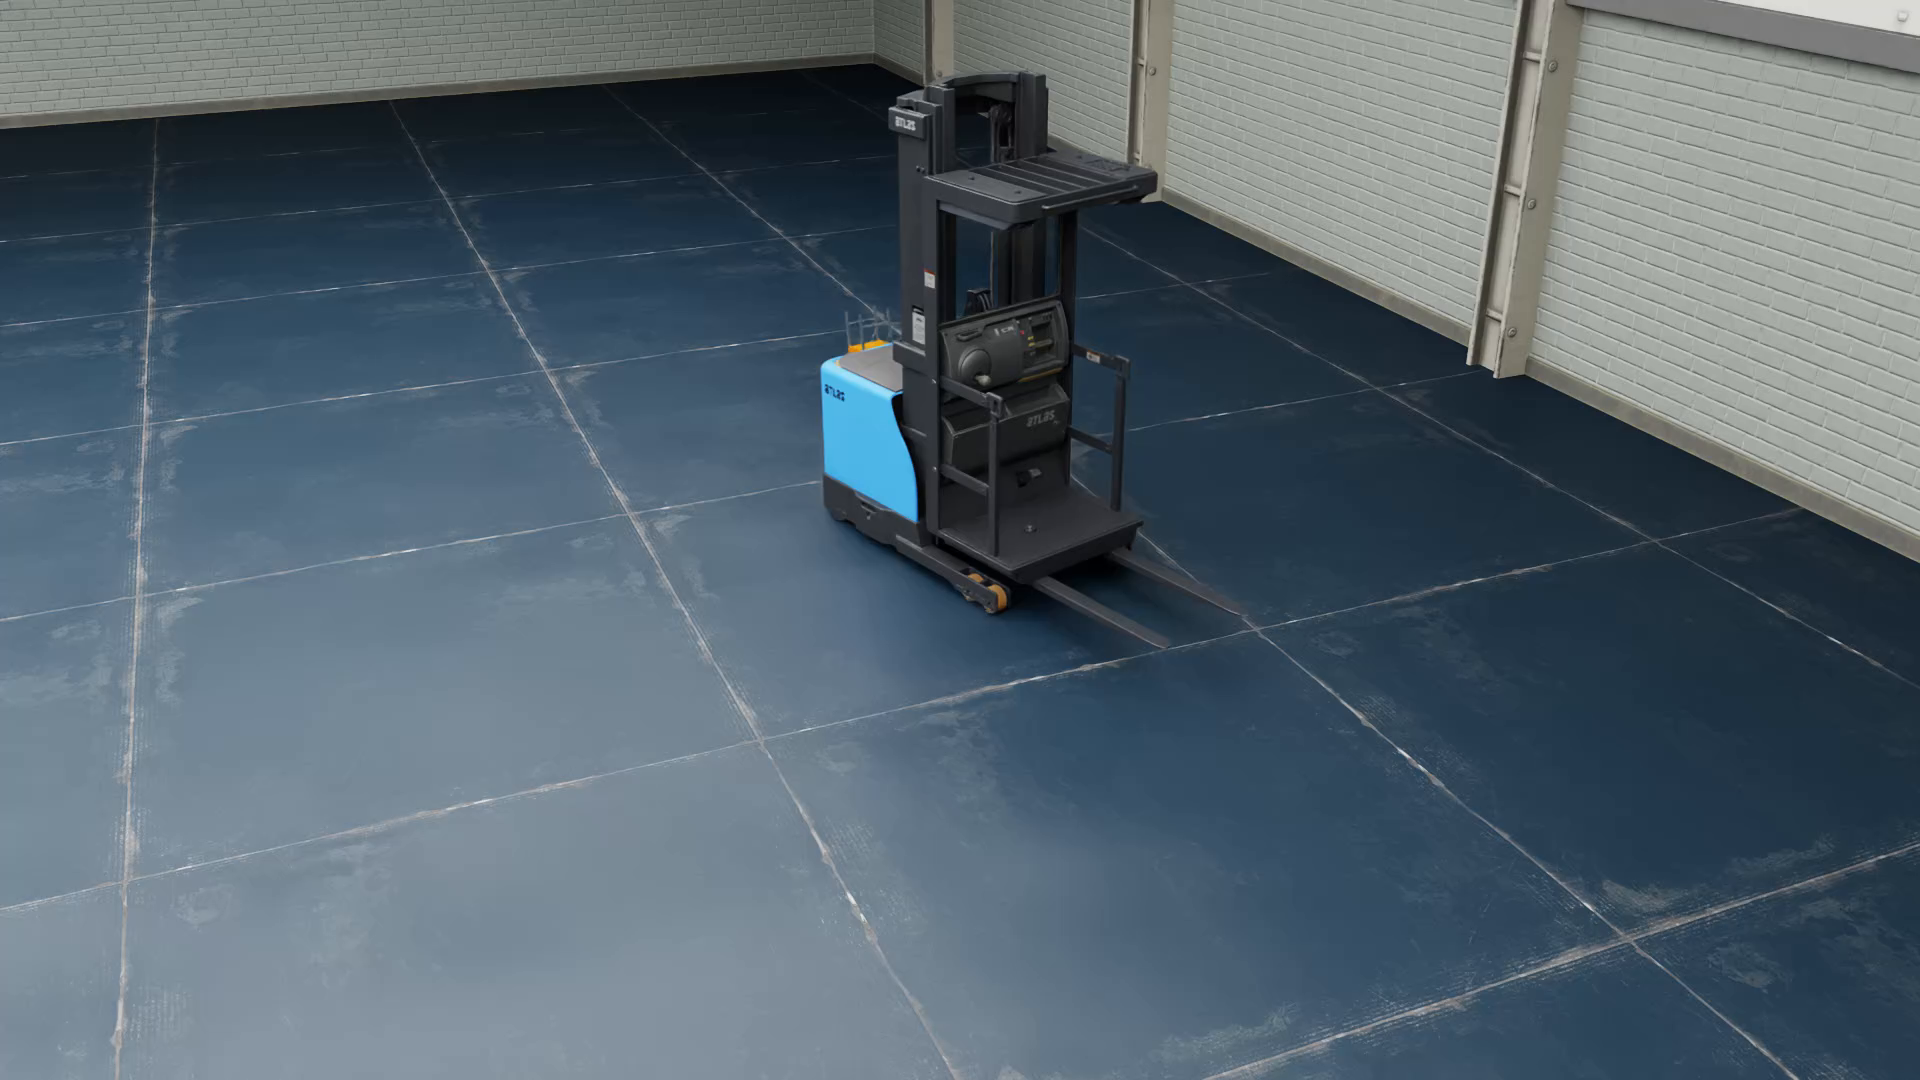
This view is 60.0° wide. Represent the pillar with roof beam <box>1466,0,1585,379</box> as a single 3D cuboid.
[{"bbox_3d":[0.437,-4.712,10.143,9.100,9.000,0.400,-11,28,-21],"label":"pillar with roof beam"}]

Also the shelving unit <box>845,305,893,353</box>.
[{"bbox_3d":[-0.573,-0.980,11.372,0.258,1.200,0.189,-16,21,-30],"label":"shelving unit"}]

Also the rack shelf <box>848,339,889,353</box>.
[{"bbox_3d":[-0.600,-1.278,11.272,0.258,0.103,0.180,-16,21,-30],"label":"rack shelf"}]

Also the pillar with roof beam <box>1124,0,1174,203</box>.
[{"bbox_3d":[-1.913,-7.134,15.104,9.100,9.000,0.400,-11,28,-21],"label":"pillar with roof beam"}]

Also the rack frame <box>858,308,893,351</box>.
[{"bbox_3d":[-0.523,-0.960,11.298,0.240,1.200,0.006,-16,21,-30],"label":"rack frame"}]

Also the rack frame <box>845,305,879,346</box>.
[{"bbox_3d":[-0.623,-1.000,11.446,0.240,1.200,0.006,-16,21,-30],"label":"rack frame"}]

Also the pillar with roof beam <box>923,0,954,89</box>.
[{"bbox_3d":[-4.263,-9.556,20.066,9.100,9.000,0.400,-11,28,-21],"label":"pillar with roof beam"}]

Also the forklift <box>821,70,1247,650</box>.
[{"bbox_3d":[0.411,-1.132,9.728,1.130,2.935,3.031,-20,32,-35],"label":"forklift"}]
